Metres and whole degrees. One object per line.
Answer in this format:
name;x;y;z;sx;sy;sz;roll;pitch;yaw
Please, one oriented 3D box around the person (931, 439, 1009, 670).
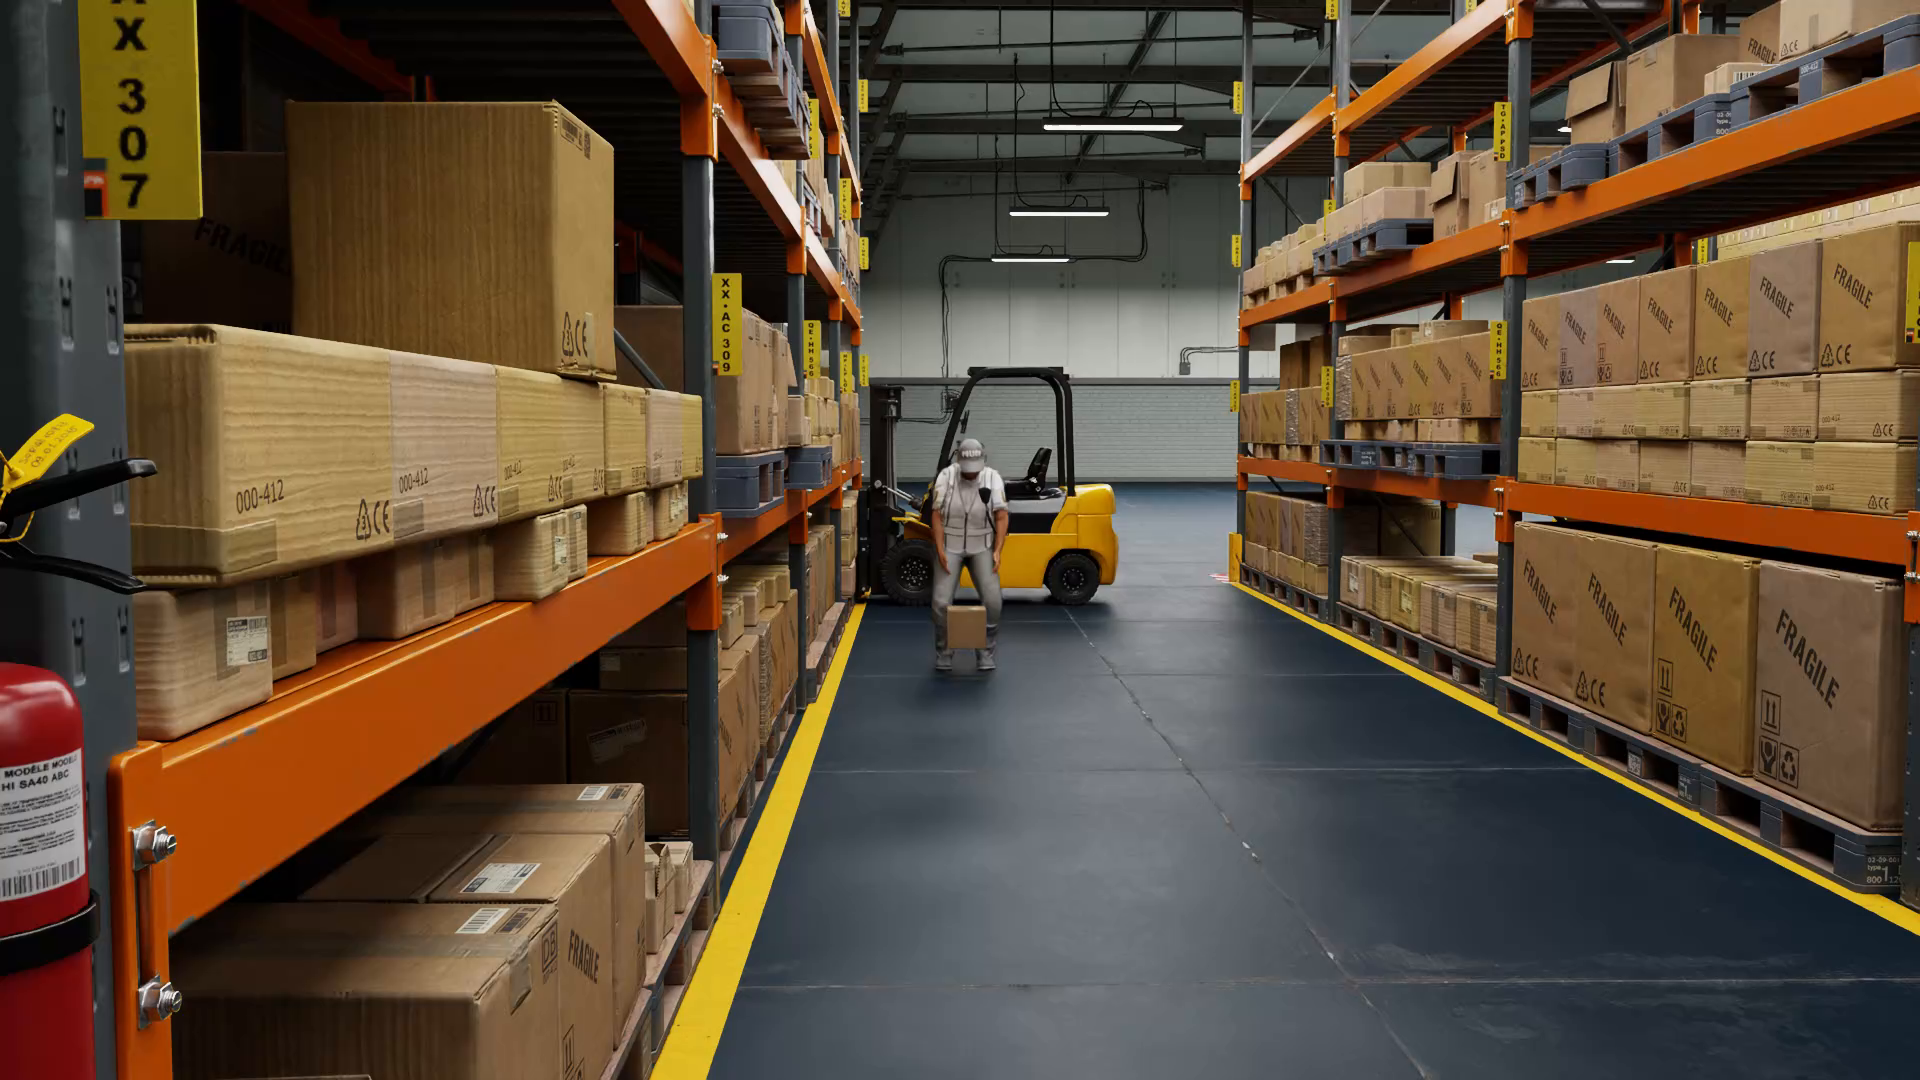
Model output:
person;0.068;0.095;11.087;0.519;1.541;0.591;0;4;1
